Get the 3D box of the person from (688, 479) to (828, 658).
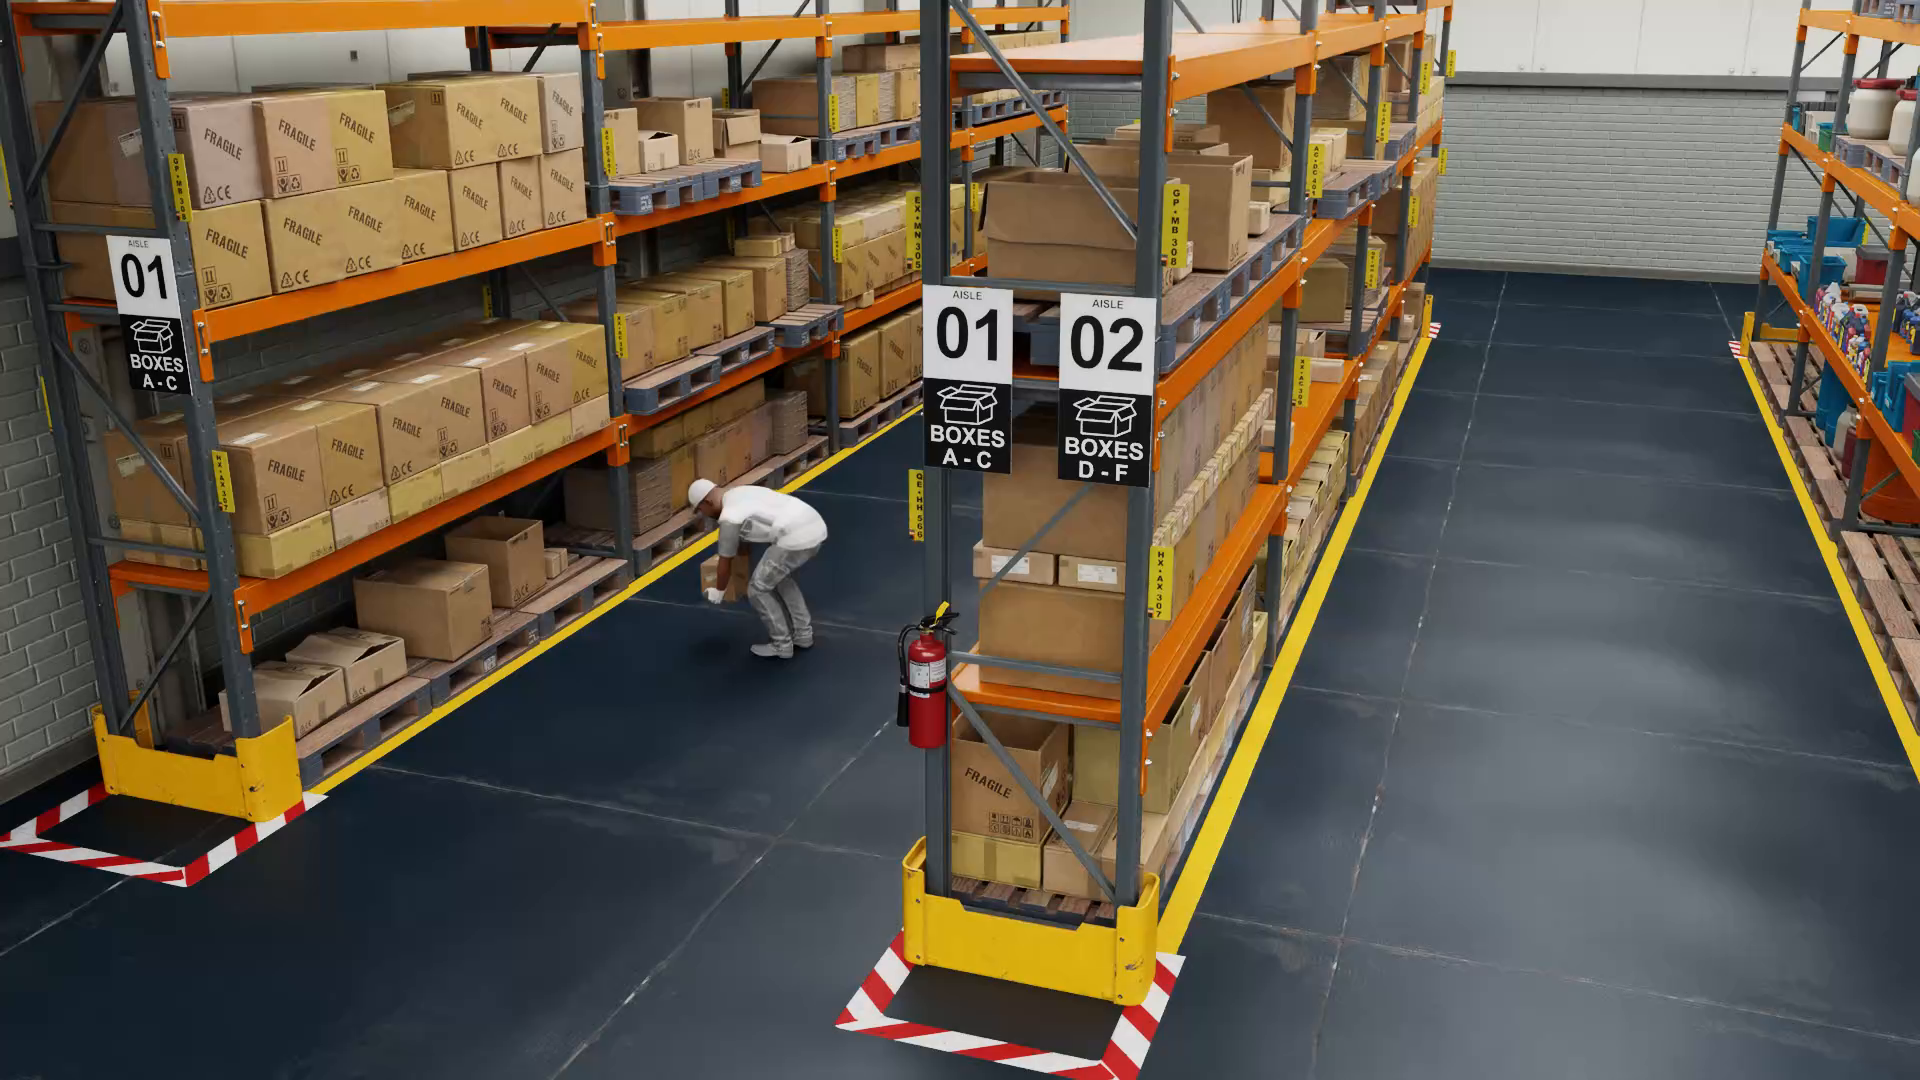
[{"bbox_3d":[-1.390,0.186,11.404,0.962,1.189,0.523,5,19,16],"label":"person"}]
